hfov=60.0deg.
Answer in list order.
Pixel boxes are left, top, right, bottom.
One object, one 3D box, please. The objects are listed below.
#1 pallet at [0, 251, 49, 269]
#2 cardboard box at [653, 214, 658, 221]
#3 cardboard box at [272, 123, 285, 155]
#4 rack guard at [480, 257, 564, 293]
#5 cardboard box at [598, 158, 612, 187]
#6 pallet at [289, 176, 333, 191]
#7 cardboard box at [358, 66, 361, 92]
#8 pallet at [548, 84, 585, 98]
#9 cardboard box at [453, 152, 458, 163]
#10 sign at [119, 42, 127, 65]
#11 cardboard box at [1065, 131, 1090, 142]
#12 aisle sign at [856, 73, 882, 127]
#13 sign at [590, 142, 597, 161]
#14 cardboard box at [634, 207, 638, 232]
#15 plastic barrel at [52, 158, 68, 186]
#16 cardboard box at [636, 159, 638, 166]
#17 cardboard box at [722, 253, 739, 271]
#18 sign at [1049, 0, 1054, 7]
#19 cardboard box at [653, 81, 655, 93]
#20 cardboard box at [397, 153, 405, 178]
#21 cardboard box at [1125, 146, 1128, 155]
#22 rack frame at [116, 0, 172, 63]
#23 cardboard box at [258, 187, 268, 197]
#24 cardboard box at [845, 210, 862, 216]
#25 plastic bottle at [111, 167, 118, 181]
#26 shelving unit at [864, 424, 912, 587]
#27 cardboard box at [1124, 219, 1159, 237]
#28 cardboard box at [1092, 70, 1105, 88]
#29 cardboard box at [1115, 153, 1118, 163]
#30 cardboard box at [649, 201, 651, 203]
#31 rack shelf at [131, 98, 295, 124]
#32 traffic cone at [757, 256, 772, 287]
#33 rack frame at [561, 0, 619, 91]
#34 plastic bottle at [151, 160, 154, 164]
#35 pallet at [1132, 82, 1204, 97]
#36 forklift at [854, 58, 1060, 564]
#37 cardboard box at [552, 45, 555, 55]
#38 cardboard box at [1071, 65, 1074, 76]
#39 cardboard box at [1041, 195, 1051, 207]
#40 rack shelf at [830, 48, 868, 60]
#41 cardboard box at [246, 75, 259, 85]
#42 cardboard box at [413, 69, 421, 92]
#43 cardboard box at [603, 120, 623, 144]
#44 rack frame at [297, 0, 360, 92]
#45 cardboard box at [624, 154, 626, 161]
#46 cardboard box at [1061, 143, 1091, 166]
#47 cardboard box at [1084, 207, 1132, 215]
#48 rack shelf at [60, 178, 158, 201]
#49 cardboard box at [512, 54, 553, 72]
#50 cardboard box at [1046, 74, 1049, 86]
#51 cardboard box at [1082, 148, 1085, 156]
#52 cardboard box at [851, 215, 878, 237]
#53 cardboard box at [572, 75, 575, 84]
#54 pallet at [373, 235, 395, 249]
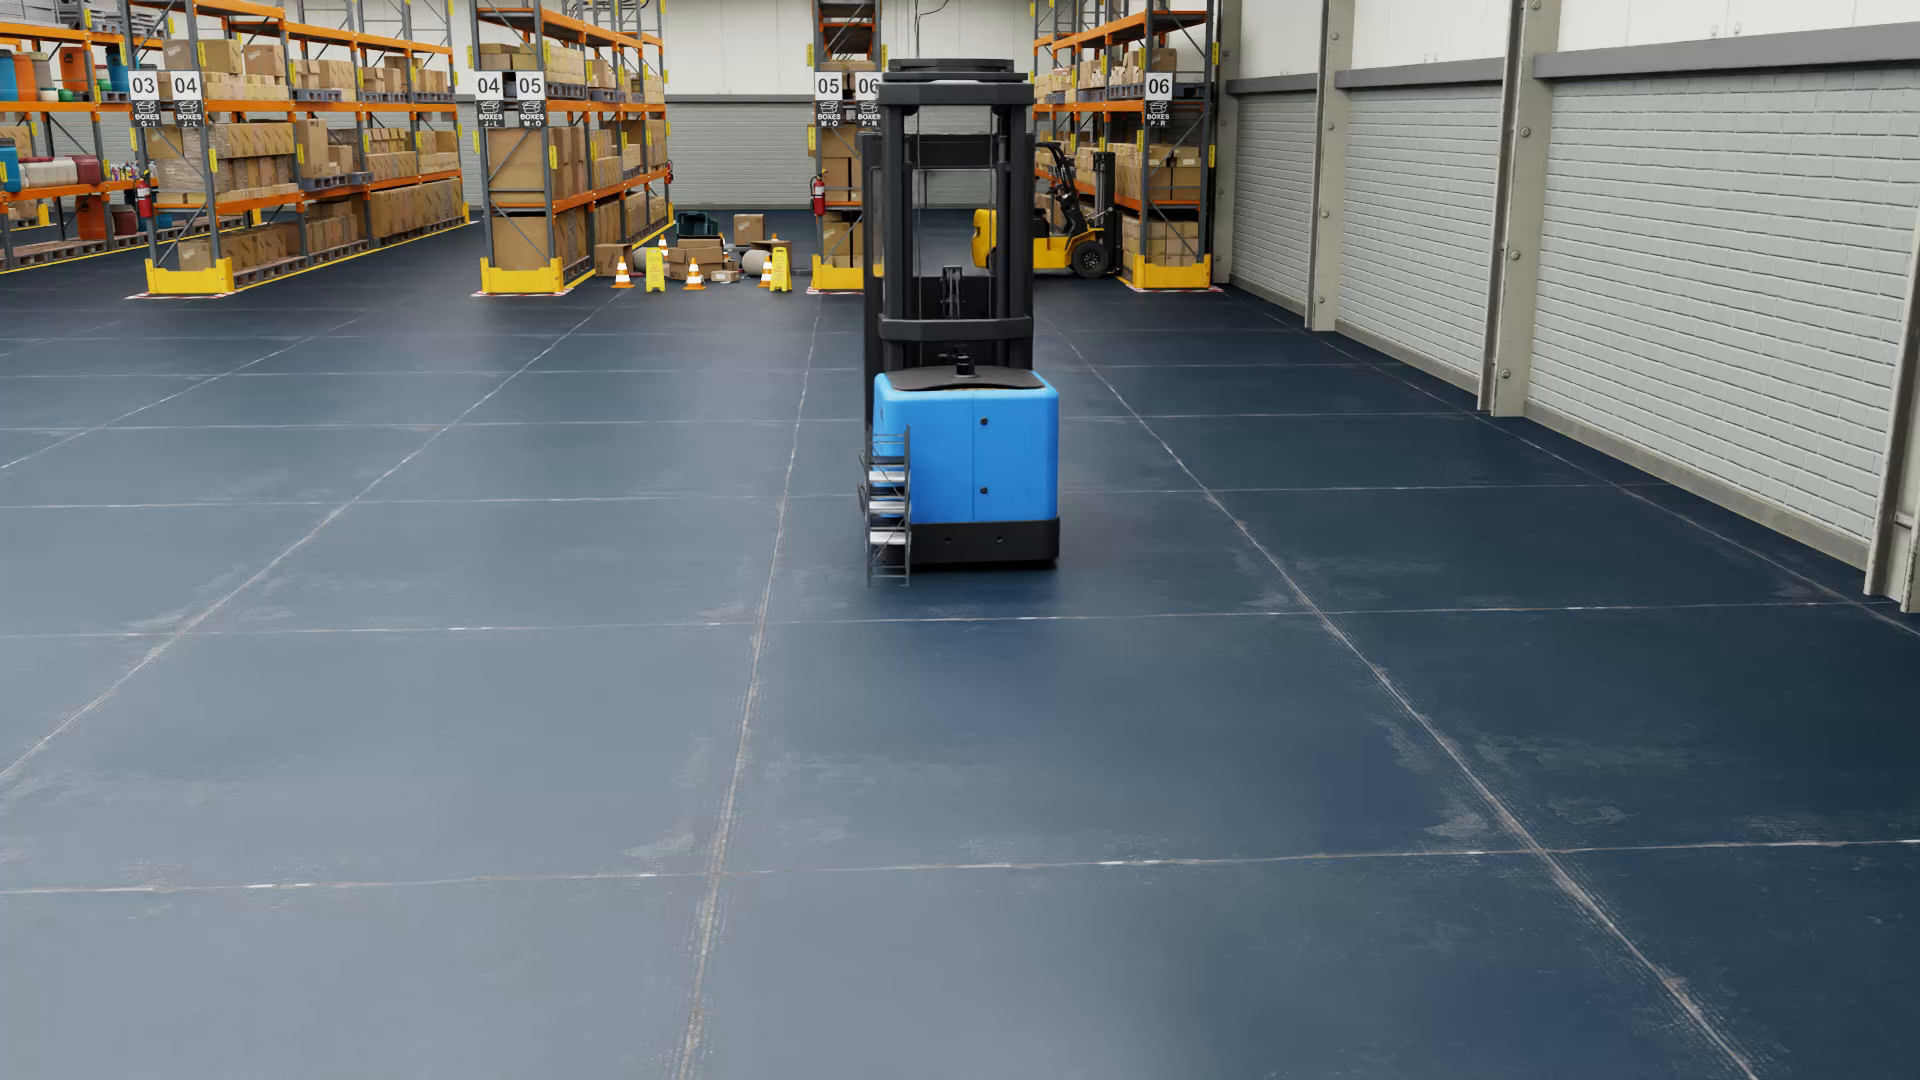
[{"bbox_3d":[-16.839,-4.932,29.271,1.003,0.211,1.213,-1,14,-3],"label":"pallet"},{"bbox_3d":[-7.169,-7.445,38.322,0.380,0.149,0.250,-1,14,-5],"label":"cardboard box"},{"bbox_3d":[-11.473,-6.609,27.388,0.500,0.500,0.500,-1,14,-3],"label":"cardboard box"},{"bbox_3d":[-6.602,-4.004,25.085,1.175,0.500,0.348,-1,14,-3],"label":"rack guard"},{"bbox_3d":[-6.707,-6.775,30.638,0.500,0.500,0.500,-1,14,-3],"label":"cardboard box"},{"bbox_3d":[-11.710,-6.263,29.235,1.003,0.211,1.213,-1,14,-3],"label":"pallet"},{"bbox_3d":[-12.165,-9.015,32.476,0.797,0.503,0.637,0,14,0],"label":"cardboard box"},{"bbox_3d":[-6.811,-7.422,27.509,1.003,0.211,1.213,-1,14,-3],"label":"pallet"},{"bbox_3d":[-12.256,-9.103,39.592,0.500,0.250,0.500,-1,14,-4],"label":"cardboard box"},{"bbox_3d":[-12.115,-7.047,24.099,0.100,0.325,0.005,-1,14,-3],"label":"sign"},{"bbox_3d":[2.715,-9.193,38.436,0.500,0.500,0.500,-1,14,-5],"label":"cardboard box"},{"bbox_3d":[-1.356,-6.571,24.827,0.394,0.787,0.004,-1,14,-3],"label":"aisle sign"},{"bbox_3d":[-6.297,-6.682,28.581,0.100,0.325,0.005,-1,14,-3],"label":"sign"},{"bbox_3d":[-6.959,-6.635,34.470,0.500,0.500,0.500,-1,14,-5],"label":"cardboard box"},{"bbox_3d":[-16.696,-6.779,30.630,0.421,0.512,0.421,0,14,0],"label":"plastic barrel"},{"bbox_3d":[-7.094,-8.064,35.511,0.380,0.149,0.250,-1,14,-4],"label":"cardboard box"},{"bbox_3d":[-4.008,-4.757,28.483,0.258,0.266,0.396,-13,20,-42],"label":"cardboard box"},{"bbox_3d":[1.999,-11.776,36.204,0.100,0.325,0.005,-1,14,-3],"label":"sign"},{"bbox_3d":[-7.230,-10.331,37.937,0.500,0.250,0.500,-2,15,-6],"label":"cardboard box"},{"bbox_3d":[-11.939,-7.837,34.765,0.500,0.500,0.500,-1,14,-4],"label":"cardboard box"},{"bbox_3d":[2.873,-6.308,26.924,0.380,0.149,0.250,-1,14,-2],"label":"cardboard box"},{"bbox_3d":[-17.247,-10.983,35.152,1.000,3.000,0.127,-1,14,-3],"label":"rack frame"},{"bbox_3d":[-11.423,-5.620,26.854,0.380,0.149,0.250,-1,14,-3],"label":"cardboard box"},{"bbox_3d":[-2.125,-6.659,33.810,0.875,0.875,0.875,-1,14,-4],"label":"cardboard box"},{"bbox_3d":[-16.678,-7.221,32.805,0.061,0.283,0.133,-1,14,-3],"label":"plastic bottle"},{"bbox_3d":[-0.407,-0.195,9.480,0.258,0.900,0.210,0,14,1],"label":"shelving unit"},{"bbox_3d":[2.908,-4.992,26.579,0.500,0.250,0.500,-1,14,-2],"label":"cardboard box"},{"bbox_3d":[2.702,-8.423,30.359,0.500,0.311,0.500,-1,14,-5],"label":"cardboard box"},{"bbox_3d":[2.812,-6.417,27.946,0.380,0.149,0.250,-1,14,-4],"label":"cardboard box"},{"bbox_3d":[-7.223,-7.601,37.733,0.380,0.149,0.250,-1,14,-5],"label":"cardboard box"},{"bbox_3d":[-11.684,-6.771,26.246,1.077,0.370,4.000,-1,14,-3],"label":"rack shelf"},{"bbox_3d":[-2.983,-4.181,25.846,0.336,0.463,0.334,-1,14,-3],"label":"traffic cone"},{"bbox_3d":[-7.099,-10.116,31.782,1.000,3.000,0.127,-1,14,-3],"label":"rack frame"},{"bbox_3d":[-17.007,-7.827,35.028,0.144,0.351,0.185,-1,14,-3],"label":"plastic bottle"},{"bbox_3d":[3.267,-6.986,25.816,1.003,0.211,1.213,-1,14,-3],"label":"pallet"},{"bbox_3d":[-0.108,-1.595,10.845,1.130,2.935,3.031,-2,15,-7],"label":"forklift"},{"bbox_3d":[-6.337,-7.404,25.122,0.380,0.149,0.250,-1,14,-4],"label":"cardboard box"},{"bbox_3d":[2.629,-10.237,36.305,0.396,0.266,0.258,-1,14,-4],"label":"cardboard box"},{"bbox_3d":[2.184,-7.872,39.275,0.500,0.500,0.500,-1,14,-2],"label":"cardboard box"},{"bbox_3d":[-2.536,-11.167,38.116,1.077,0.370,4.000,-1,14,-3],"label":"rack shelf"},{"bbox_3d":[-11.412,-7.333,26.488,0.380,0.149,0.250,0,14,-1],"label":"cardboard box"},{"bbox_3d":[-12.441,-10.234,37.018,0.700,0.500,0.500,0,14,-1],"label":"cardboard box"},{"bbox_3d":[-7.646,-8.994,36.660,0.500,0.500,0.500,-1,14,-5],"label":"cardboard box"},{"bbox_3d":[-12.056,-10.064,31.582,1.000,3.000,0.127,-1,14,-3],"label":"rack frame"},{"bbox_3d":[-6.983,-7.756,33.715,0.380,0.149,0.250,-1,14,-3],"label":"cardboard box"},{"bbox_3d":[2.504,-8.046,34.728,0.797,0.503,0.637,-1,14,-5],"label":"cardboard box"},{"bbox_3d":[2.863,-6.125,32.235,0.875,0.625,0.625,0,14,-2],"label":"cardboard box"},{"bbox_3d":[-17.123,-7.231,34.056,1.077,0.370,4.000,-1,14,-3],"label":"rack shelf"},{"bbox_3d":[-6.377,-7.121,24.822,0.500,0.250,0.500,-1,14,-4],"label":"cardboard box"},{"bbox_3d":[2.230,-10.398,37.601,0.500,0.250,0.500,-1,14,-4],"label":"cardboard box"},{"bbox_3d":[2.574,-7.538,32.302,0.380,0.149,0.250,0,14,-2],"label":"cardboard box"},{"bbox_3d":[-1.546,-5.156,27.715,0.500,0.500,0.500,0,14,0],"label":"cardboard box"},{"bbox_3d":[-6.446,-7.460,26.942,0.380,0.149,0.250,-1,14,-3],"label":"cardboard box"},{"bbox_3d":[-12.029,-6.006,33.444,1.003,0.211,1.213,-1,14,-3],"label":"pallet"}]
